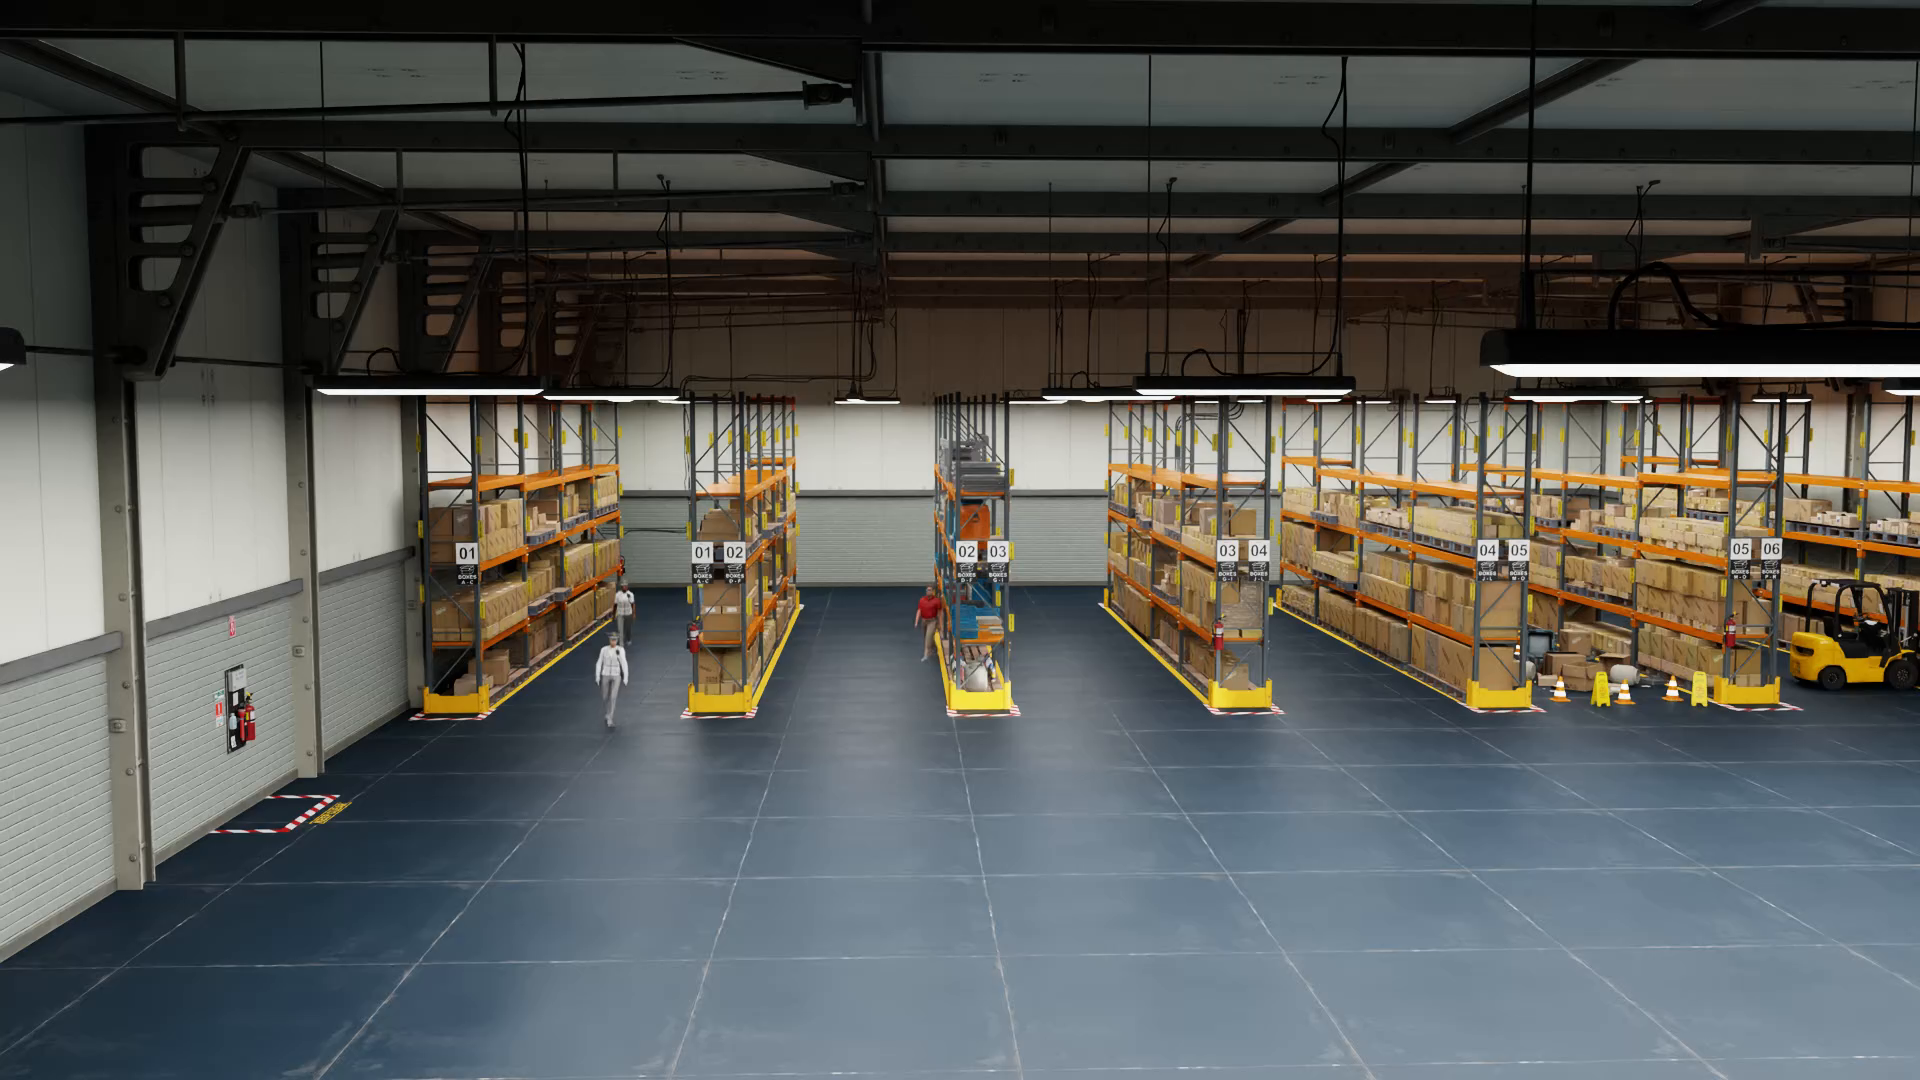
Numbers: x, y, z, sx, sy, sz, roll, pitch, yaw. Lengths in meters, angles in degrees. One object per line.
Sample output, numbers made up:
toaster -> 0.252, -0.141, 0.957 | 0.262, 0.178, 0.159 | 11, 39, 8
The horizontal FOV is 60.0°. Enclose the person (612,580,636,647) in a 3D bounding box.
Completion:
person -> -7.918, 1.747, 39.194 | 0.552, 1.624, 1.058 | -1, 5, -11

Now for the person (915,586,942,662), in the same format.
person -> -0.689, 1.868, 37.521 | 0.543, 1.663, 1.110 | 2, 5, 28

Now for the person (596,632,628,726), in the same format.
person -> -6.312, 2.496, 30.168 | 0.564, 1.652, 0.776 | 0, 5, -5

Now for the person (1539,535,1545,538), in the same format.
person -> 17.717, 0.752, 50.832 | 0.507, 1.795, 0.611 | -2, 5, -25

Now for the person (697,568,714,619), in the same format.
person -> -6.863, 1.261, 44.876 | 0.647, 1.710, 1.081 | 0, 5, -5
